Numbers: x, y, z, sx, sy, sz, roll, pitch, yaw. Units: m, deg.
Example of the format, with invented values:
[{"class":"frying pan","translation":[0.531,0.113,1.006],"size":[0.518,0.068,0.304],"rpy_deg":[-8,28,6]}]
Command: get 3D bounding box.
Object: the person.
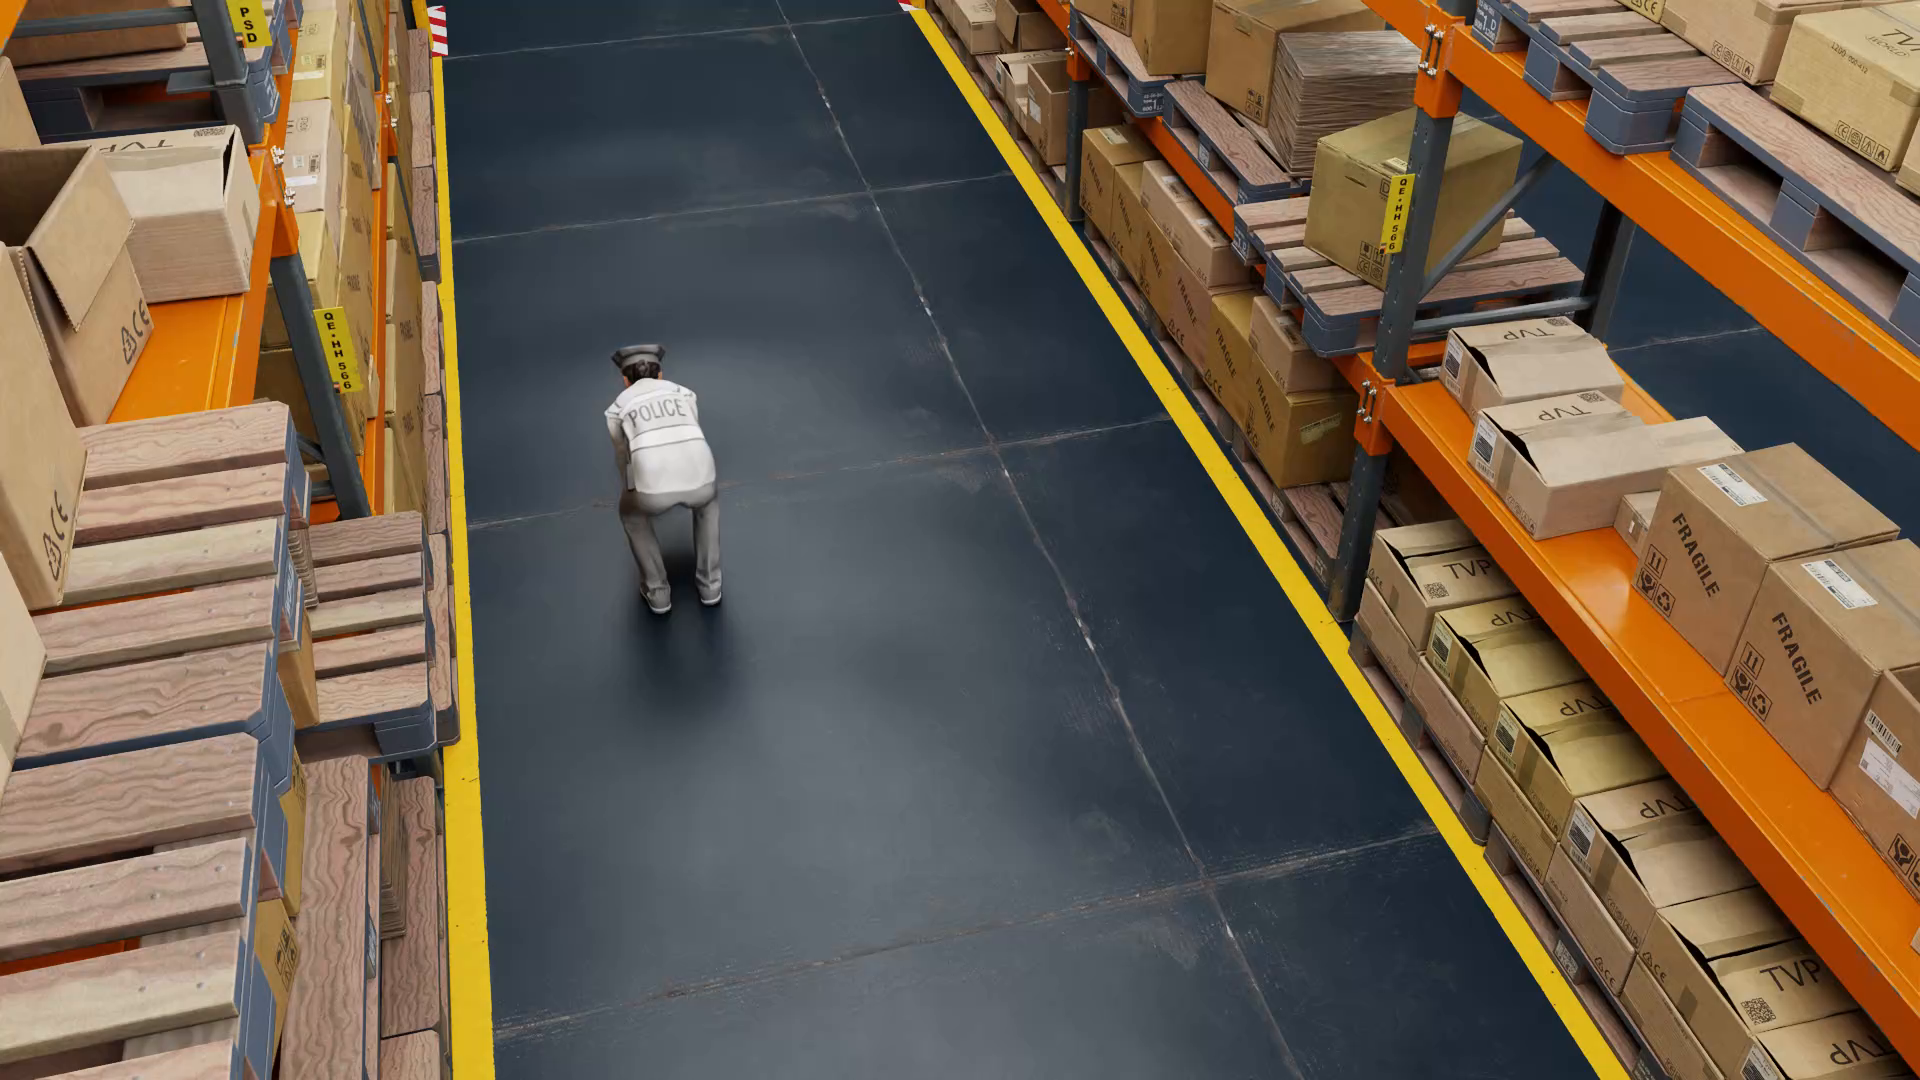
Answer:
[{"class":"person","translation":[-1.343,-0.279,7.550],"size":[0.455,1.065,0.921],"rpy_deg":[-11,40,-14]}]
